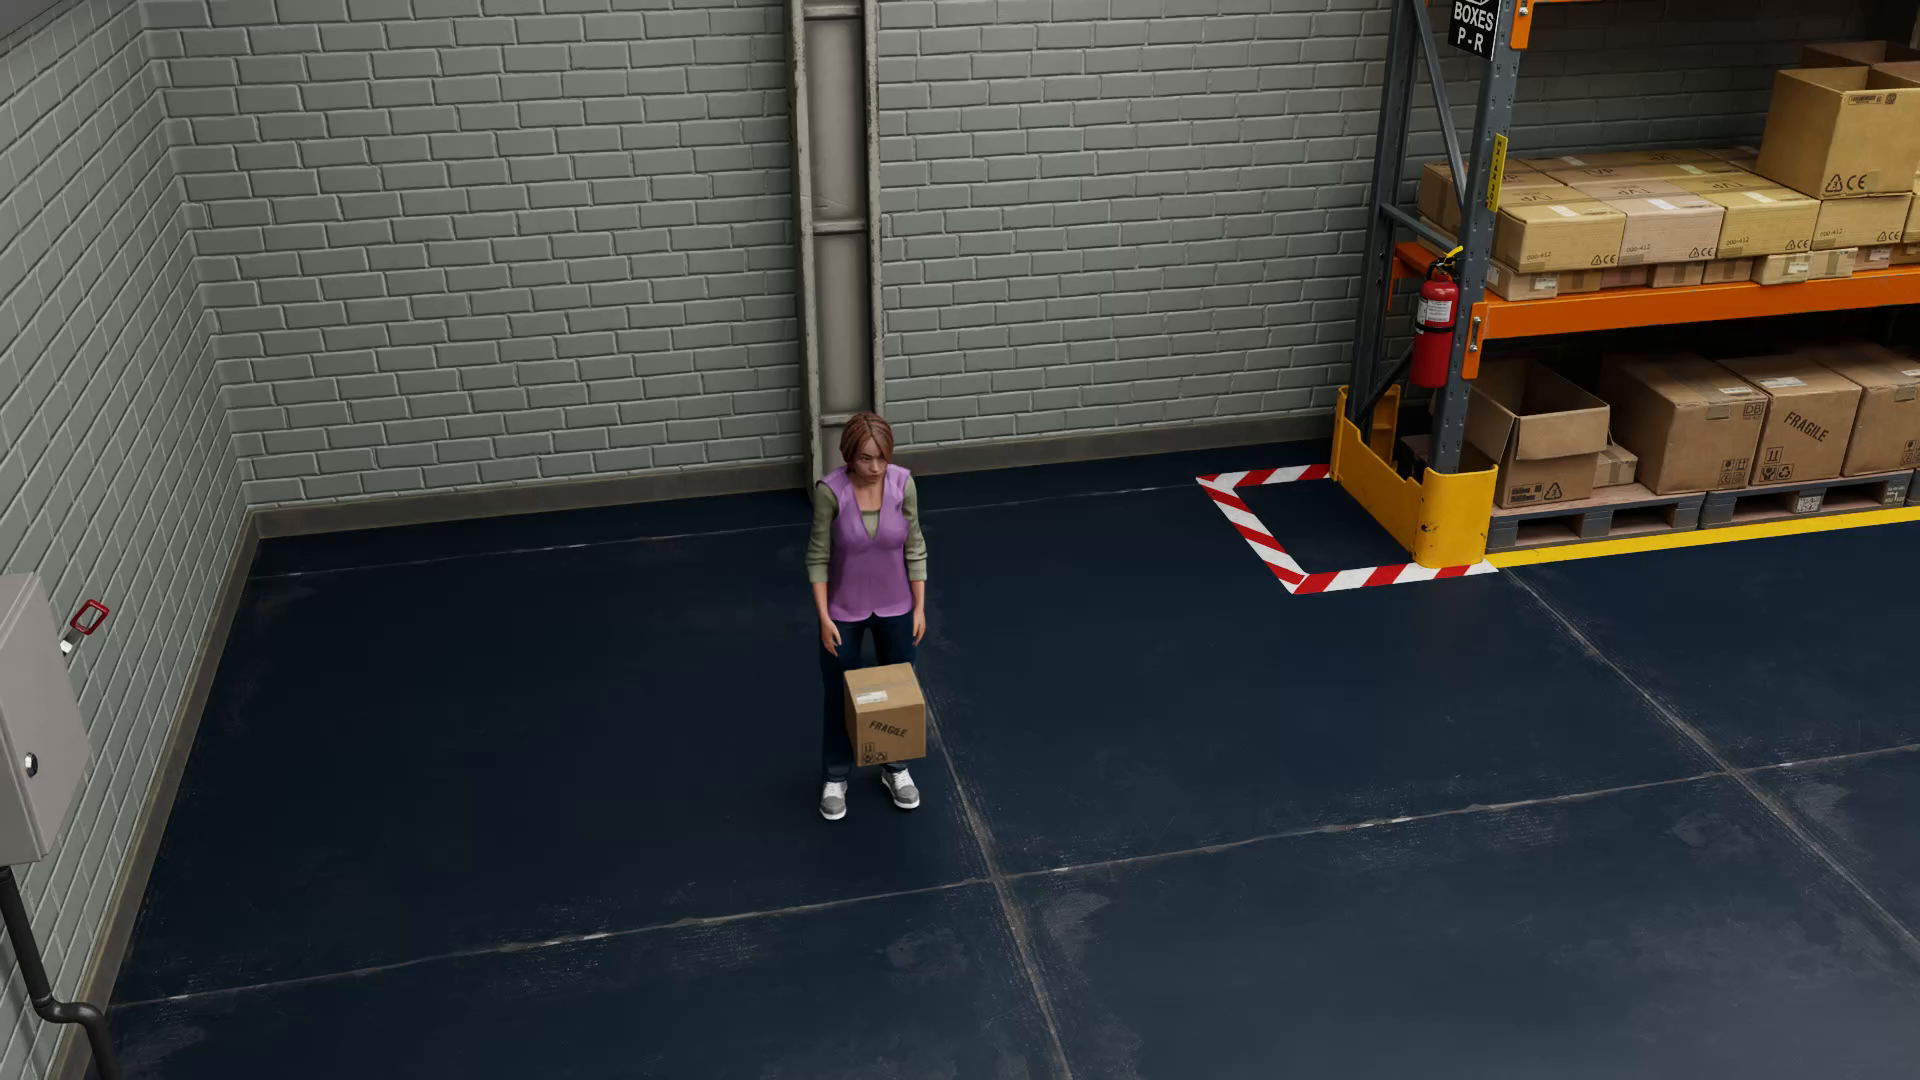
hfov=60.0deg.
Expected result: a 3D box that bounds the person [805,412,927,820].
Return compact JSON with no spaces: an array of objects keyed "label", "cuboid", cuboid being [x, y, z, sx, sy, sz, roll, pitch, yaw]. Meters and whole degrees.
[{"label":"person","cuboid":[-0.335,0.269,6.097,0.450,1.599,0.339,-7,28,-13]}]
